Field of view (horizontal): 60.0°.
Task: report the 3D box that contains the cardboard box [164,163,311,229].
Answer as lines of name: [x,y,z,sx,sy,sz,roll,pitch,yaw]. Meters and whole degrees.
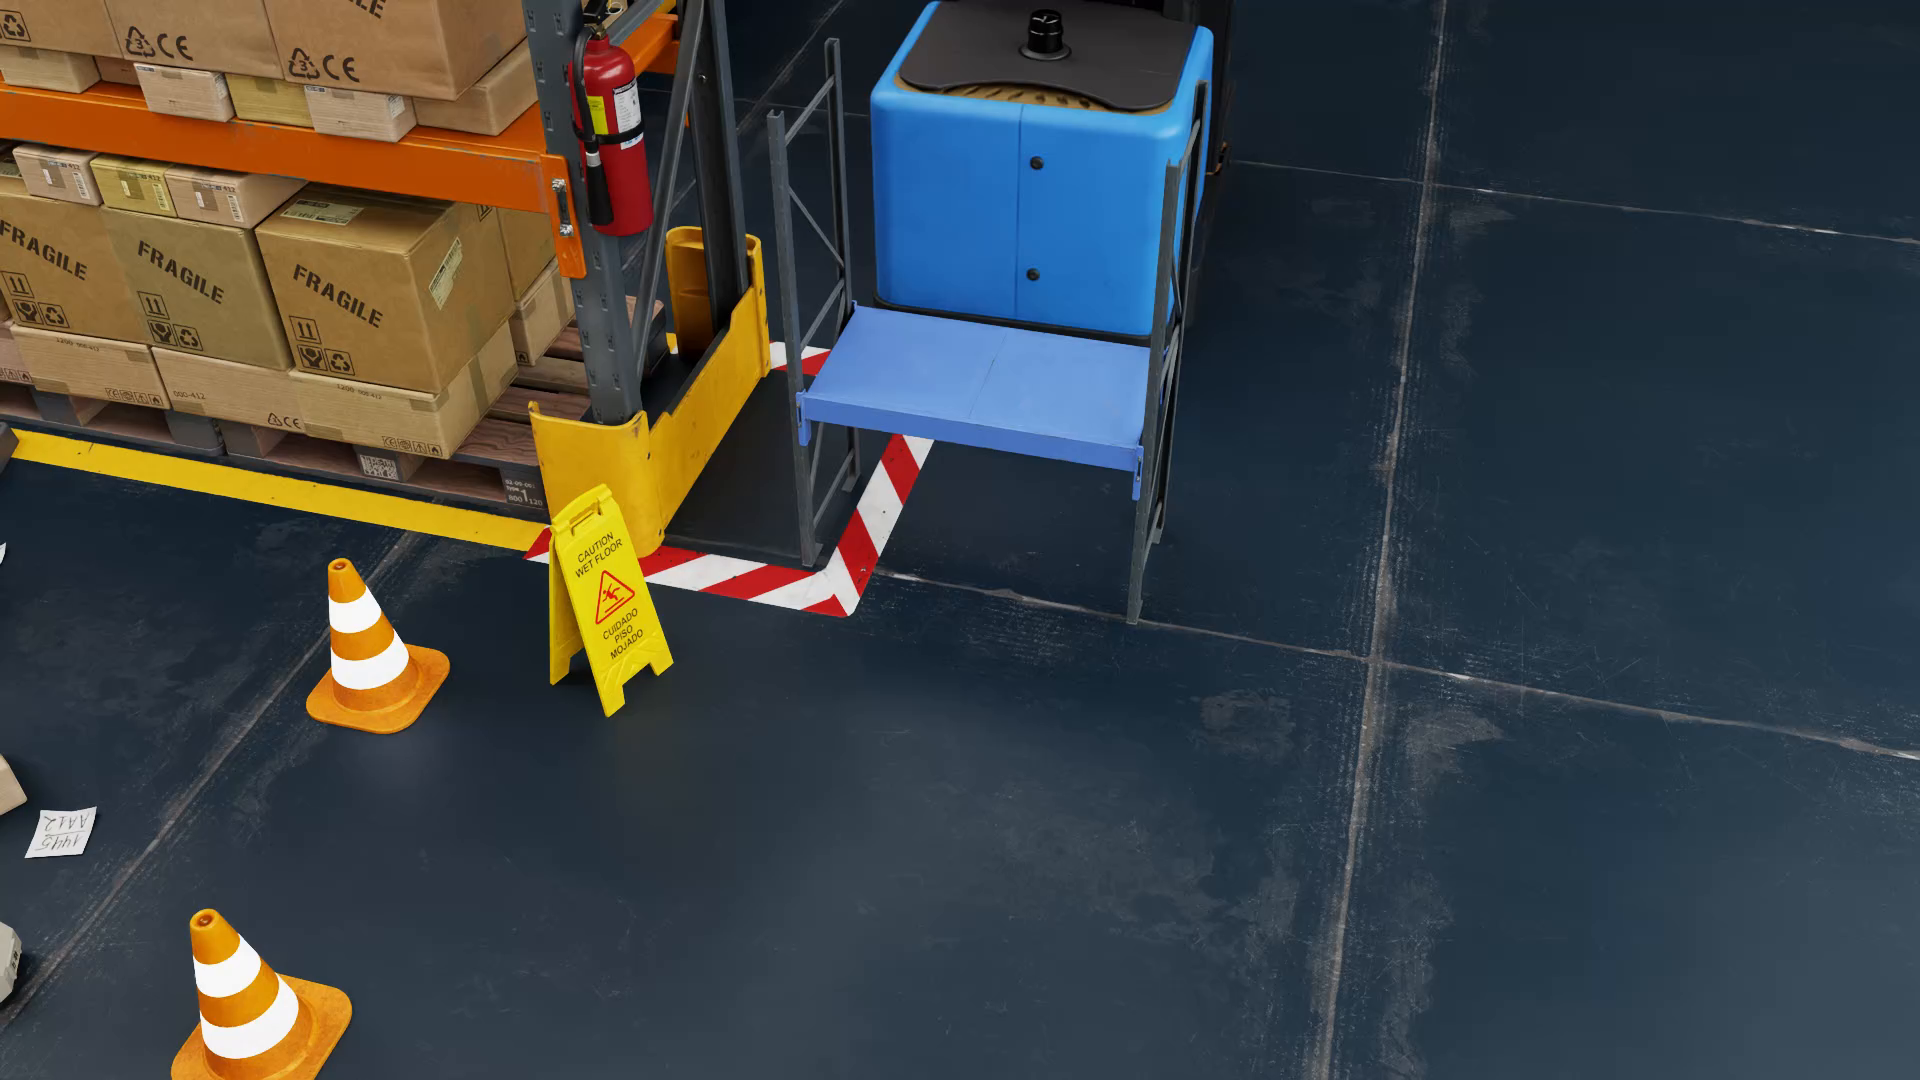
cardboard box: [-2.123,-1.093,4.943,0.250,0.149,0.380,11,41,13]

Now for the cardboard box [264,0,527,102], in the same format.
cardboard box: [-1.505,-1.531,4.431,0.500,0.500,0.500,9,41,11]

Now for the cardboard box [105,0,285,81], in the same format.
cardboard box: [-1.987,-1.617,4.534,0.500,0.500,0.500,10,41,12]

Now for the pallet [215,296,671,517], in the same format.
pallet: [-1.758,-0.561,5.754,1.213,0.211,1.003,10,41,11]

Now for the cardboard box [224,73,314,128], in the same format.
cardboard box: [-1.841,-1.322,4.687,0.250,0.149,0.380,9,41,11]

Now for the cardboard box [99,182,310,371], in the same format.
cardboard box: [-2.256,-0.910,5.230,0.500,0.500,0.500,11,41,13]

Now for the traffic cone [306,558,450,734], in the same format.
traffic cone: [-1.658,0.242,4.602,0.334,0.463,0.336,10,41,11]

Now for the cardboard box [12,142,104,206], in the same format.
cardboard box: [-2.619,-1.182,5.049,0.250,0.149,0.380,11,41,13]

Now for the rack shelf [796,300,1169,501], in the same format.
rack shelf: [0.082,-0.422,4.866,1.000,0.185,0.538,10,41,11]

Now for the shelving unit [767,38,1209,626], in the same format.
shelving unit: [0.082,-0.560,4.751,1.048,1.500,0.538,10,41,11]

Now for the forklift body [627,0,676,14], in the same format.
forklift body: [-1.933,-3.401,7.627,1.214,2.155,2.313,10,41,11]

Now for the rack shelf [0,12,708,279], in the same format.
rack shelf: [-2.841,-1.516,5.283,4.000,0.370,1.077,10,41,11]

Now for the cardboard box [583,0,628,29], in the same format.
cardboard box: [-1.184,-1.548,4.957,0.250,0.149,0.380,10,41,12]

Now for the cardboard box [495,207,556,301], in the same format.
cardboard box: [-1.640,-1.164,5.532,0.500,0.500,0.500,8,41,10]

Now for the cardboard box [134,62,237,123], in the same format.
cardboard box: [-2.098,-1.346,4.715,0.250,0.149,0.380,10,41,12]

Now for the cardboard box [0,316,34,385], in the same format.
cardboard box: [-3.241,-0.798,5.679,0.500,0.250,0.500,9,41,11]

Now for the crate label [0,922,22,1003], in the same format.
crate label: [-2.392,1.021,3.928,0.298,0.136,0.250,-10,41,-11]

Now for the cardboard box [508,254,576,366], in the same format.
cardboard box: [-1.617,-0.873,5.769,0.500,0.250,0.500,9,41,11]

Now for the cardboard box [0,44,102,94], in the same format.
cardboard box: [-2.580,-1.462,4.853,0.250,0.149,0.380,9,41,11]

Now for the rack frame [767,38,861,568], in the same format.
rack frame: [-0.409,-0.645,4.851,0.032,1.500,0.500,10,41,11]

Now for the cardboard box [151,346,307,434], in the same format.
cardboard box: [-2.258,-0.626,5.474,0.500,0.250,0.500,10,41,12]

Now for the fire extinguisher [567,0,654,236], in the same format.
fire extinguisher: [-0.918,-1.124,4.317,0.183,0.674,0.296,10,41,11]

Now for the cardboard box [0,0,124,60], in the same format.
cardboard box: [-2.470,-1.702,4.635,0.500,0.500,0.500,10,41,11]

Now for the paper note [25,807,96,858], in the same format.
paper note: [-2.337,0.757,4.325,0.142,0.019,0.148,-3,40,-4]

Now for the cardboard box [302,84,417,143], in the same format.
cardboard box: [-1.599,-1.266,4.620,0.250,0.149,0.380,9,41,11]

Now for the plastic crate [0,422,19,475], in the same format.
plastic crate: [-3.469,-0.236,5.469,0.583,0.080,0.402,-3,40,-4]

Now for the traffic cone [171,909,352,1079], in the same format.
traffic cone: [-1.617,0.988,3.714,0.334,0.463,0.336,10,41,11]

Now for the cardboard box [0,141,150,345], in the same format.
cardboard box: [-2.741,-0.999,5.335,0.500,0.500,0.500,9,41,10]

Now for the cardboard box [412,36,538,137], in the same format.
cardboard box: [-1.326,-1.292,4.652,0.250,0.149,0.380,11,41,13]

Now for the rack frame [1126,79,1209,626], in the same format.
rack frame: [0.573,-0.476,4.650,0.032,1.500,0.500,10,41,11]

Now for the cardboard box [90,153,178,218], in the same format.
cardboard box: [-2.365,-1.137,4.996,0.250,0.149,0.380,10,41,12]

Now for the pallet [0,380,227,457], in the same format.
pallet: [-2.933,-0.765,5.997,1.213,0.211,1.003,10,41,11]

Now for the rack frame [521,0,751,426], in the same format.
rack frame: [-0.909,-1.459,4.655,0.127,3.000,1.000,10,41,11]

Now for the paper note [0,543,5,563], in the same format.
paper note: [-3.048,0.065,5.149,0.148,0.019,0.142,-3,40,-4]

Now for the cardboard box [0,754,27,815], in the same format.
cardboard box: [-2.697,0.669,4.337,0.250,0.149,0.380,33,50,33]

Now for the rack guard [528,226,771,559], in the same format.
rack guard: [-0.983,-0.515,5.474,0.348,0.500,1.175,10,41,11]

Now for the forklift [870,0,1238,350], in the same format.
forklift: [0.535,-2.571,6.033,1.130,2.935,3.031,9,41,10]

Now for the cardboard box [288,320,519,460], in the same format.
cardboard box: [-1.783,-0.539,5.370,0.500,0.250,0.500,10,41,11]

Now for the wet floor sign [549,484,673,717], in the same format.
wet floor sign: [-1.002,0.138,4.583,0.232,0.644,0.267,24,46,26]

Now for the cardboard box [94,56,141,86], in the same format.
cardboard box: [-2.309,-1.476,4.870,0.250,0.149,0.380,10,41,12]

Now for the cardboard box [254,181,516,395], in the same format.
cardboard box: [-1.751,-0.826,5.129,0.500,0.500,0.500,10,41,12]

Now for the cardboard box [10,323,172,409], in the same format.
cardboard box: [-2.765,-0.709,5.573,0.500,0.250,0.500,8,41,10]

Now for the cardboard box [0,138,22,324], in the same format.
cardboard box: [-3.253,-1.085,5.438,0.500,0.500,0.500,12,41,14]

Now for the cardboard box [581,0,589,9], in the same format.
cardboard box: [-1.295,-1.863,4.826,0.500,0.500,0.500,9,41,11]
